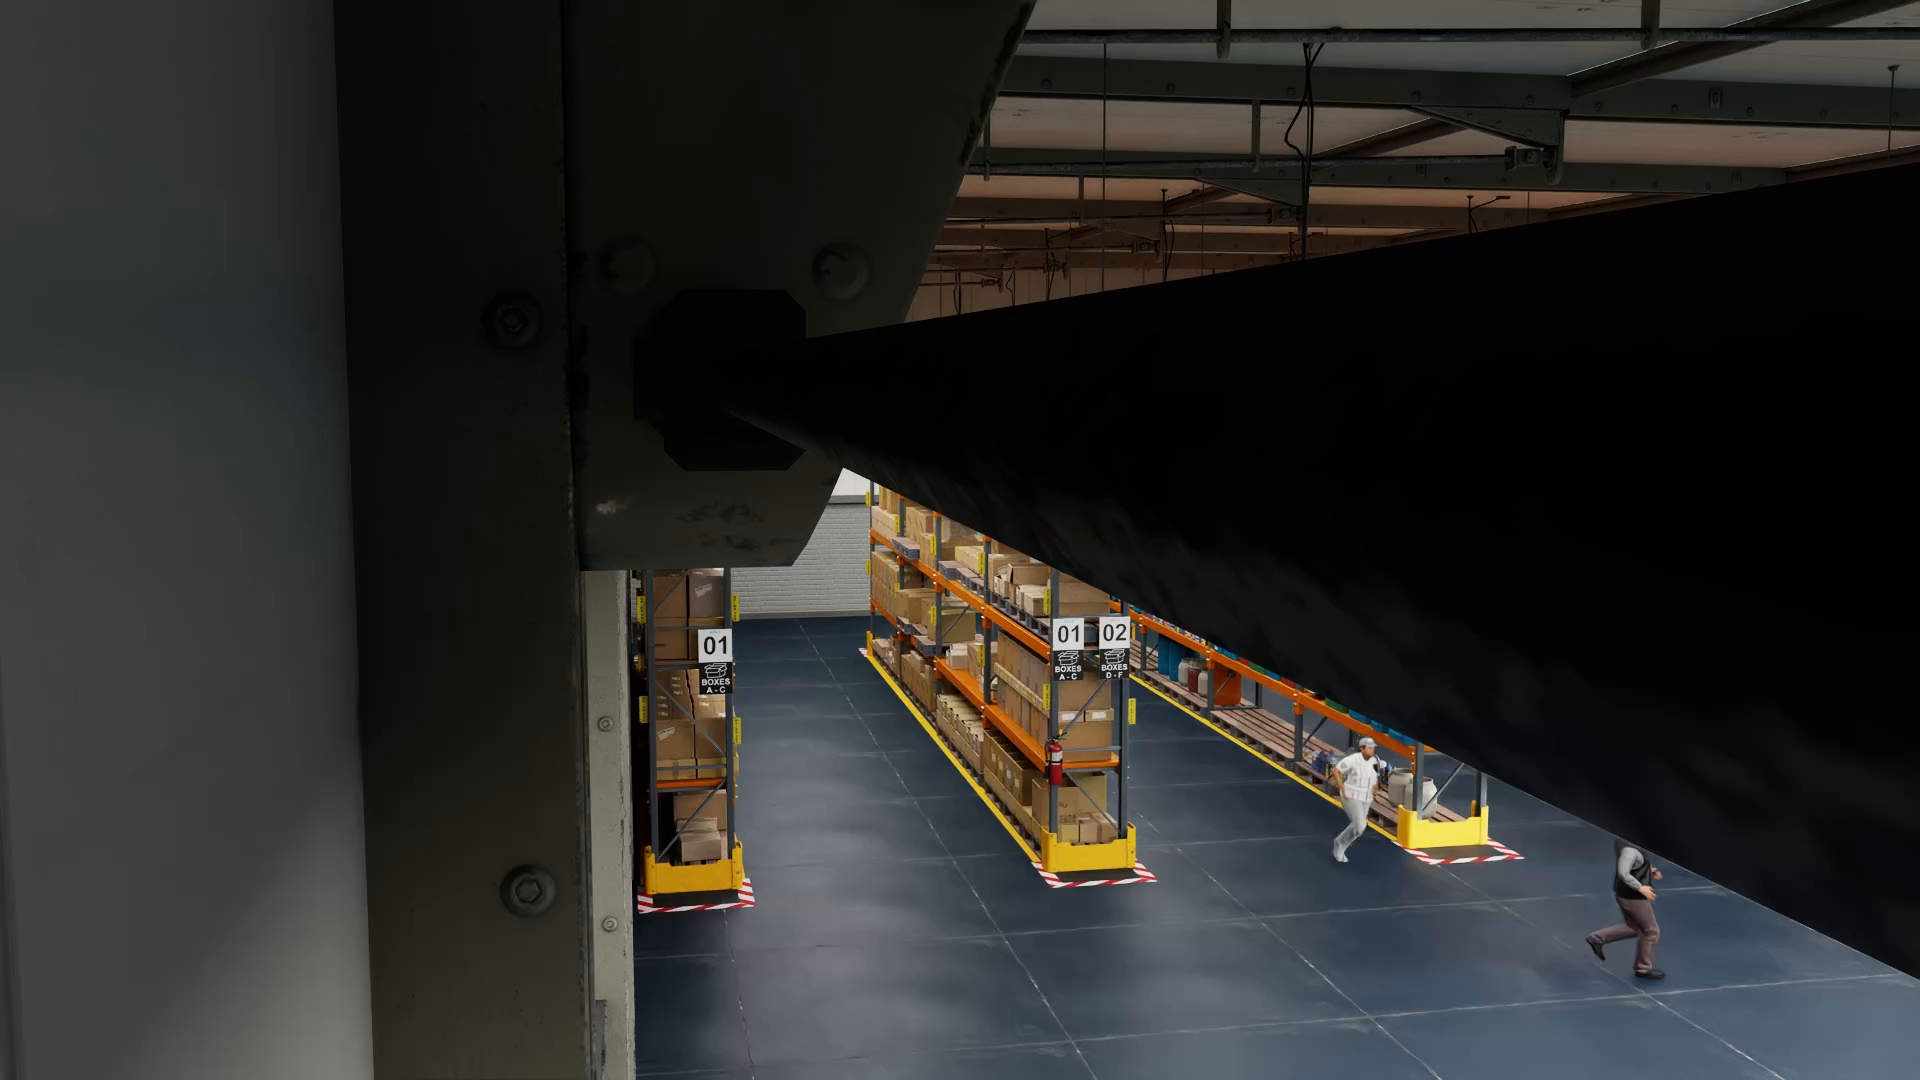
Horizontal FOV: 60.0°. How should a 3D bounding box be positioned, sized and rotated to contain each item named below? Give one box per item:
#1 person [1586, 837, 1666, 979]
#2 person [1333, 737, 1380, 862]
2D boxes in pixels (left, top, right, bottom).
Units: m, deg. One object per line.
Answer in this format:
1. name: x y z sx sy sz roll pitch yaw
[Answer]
1. person: 6.958 3.695 17.253 0.745 1.686 0.667 1 6 12
2. person: 5.097 3.319 21.292 0.660 1.599 0.588 -3 7 -29
